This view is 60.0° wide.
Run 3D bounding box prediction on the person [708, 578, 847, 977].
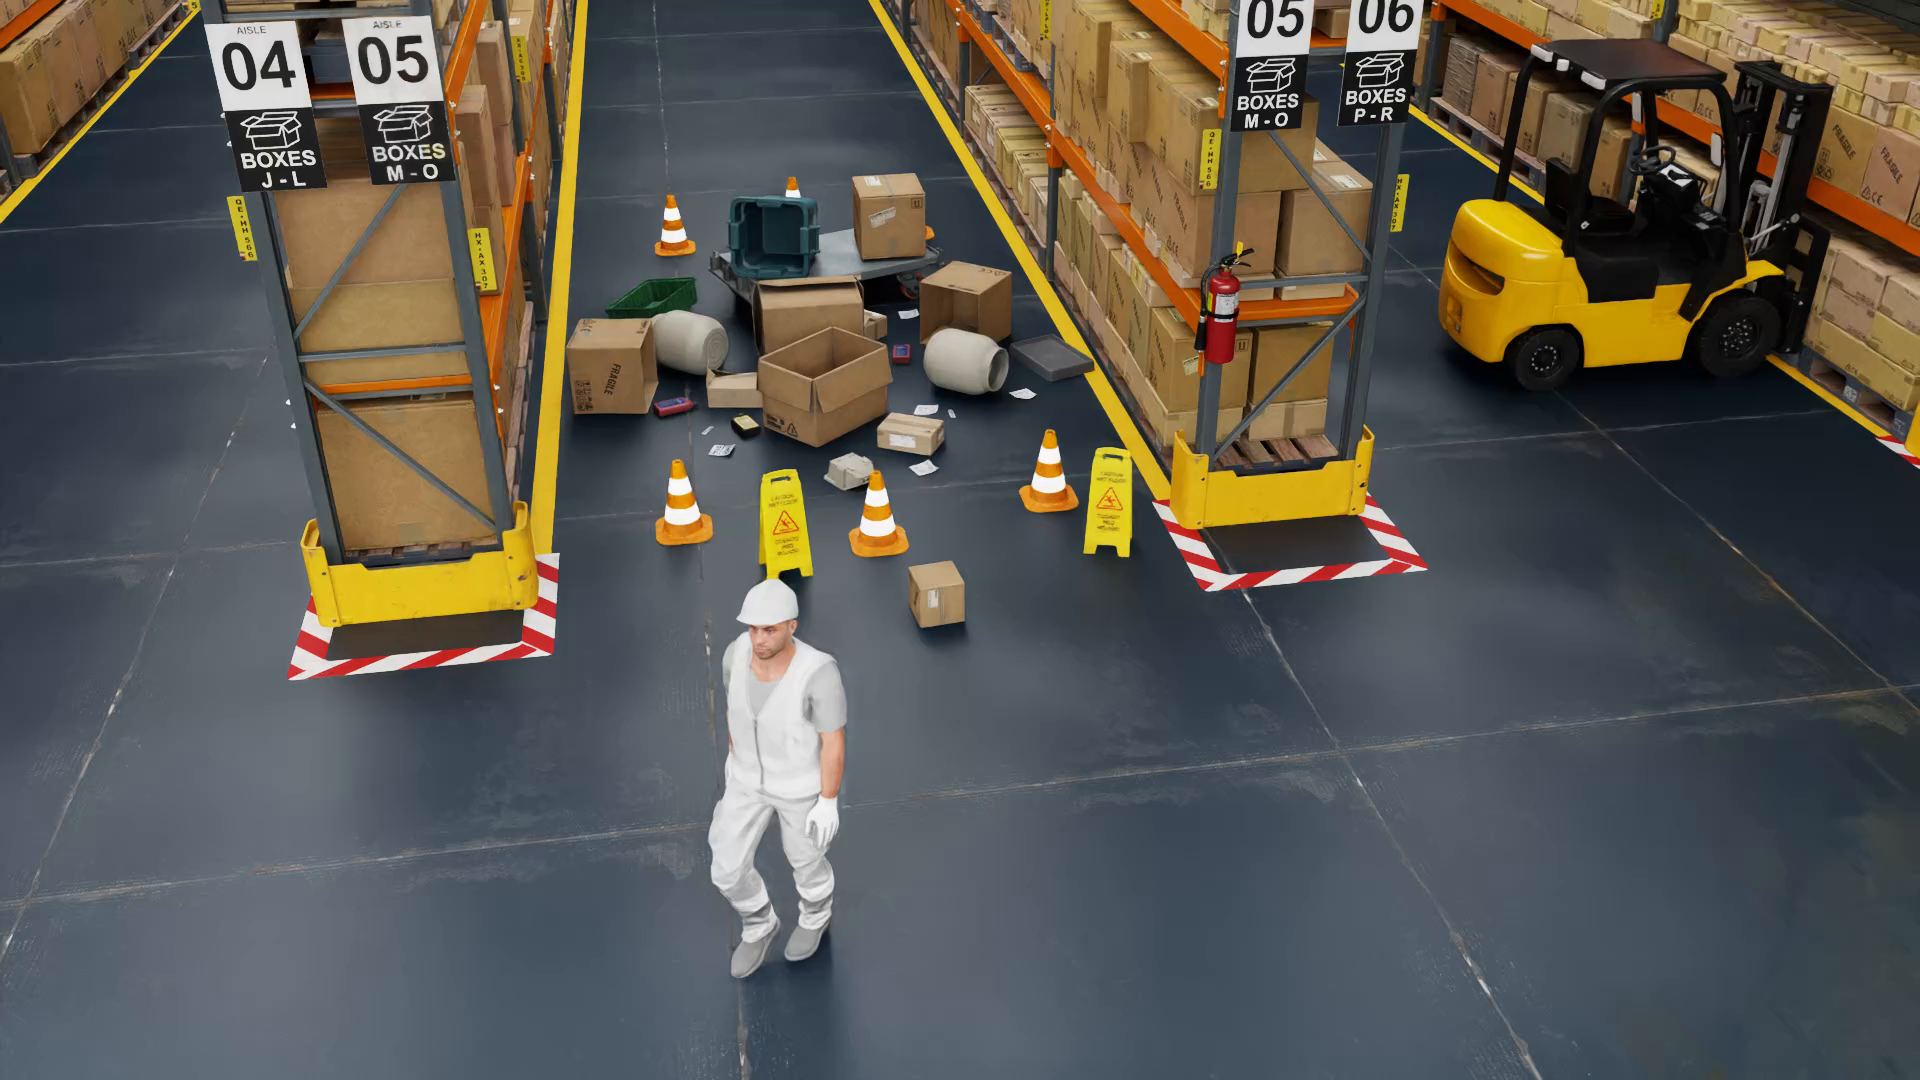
[{"bbox_3d":[-0.709,0.970,6.455,0.586,1.827,0.504,12,32,19],"label":"person"}]
